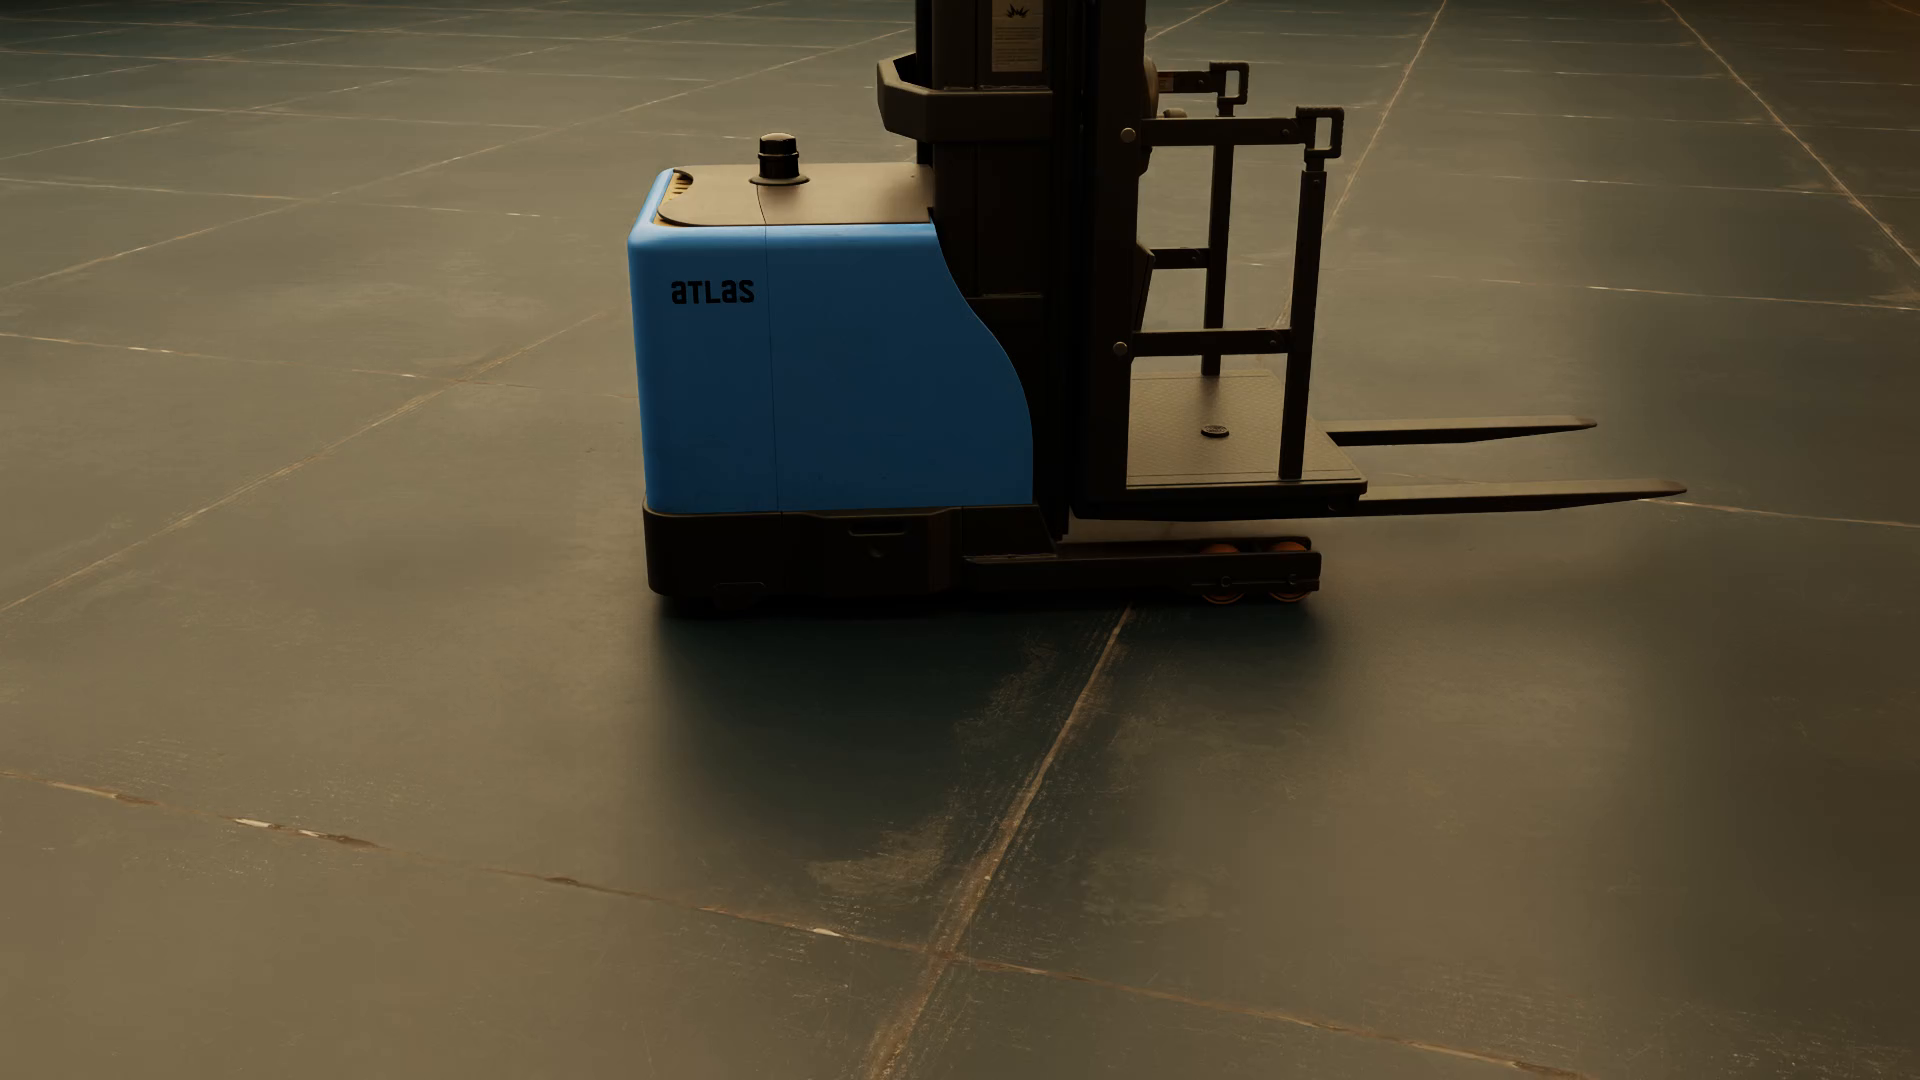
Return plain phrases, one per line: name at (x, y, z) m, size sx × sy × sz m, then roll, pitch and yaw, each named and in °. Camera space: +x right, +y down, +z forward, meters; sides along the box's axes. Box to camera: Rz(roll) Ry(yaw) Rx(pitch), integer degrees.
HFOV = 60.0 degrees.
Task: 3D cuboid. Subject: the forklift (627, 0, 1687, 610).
forklift at (0.606, -1.374, 4.608) m, size 3.031 × 2.935 × 1.130 m, roll -2°, pitch 23°, yaw -4°
